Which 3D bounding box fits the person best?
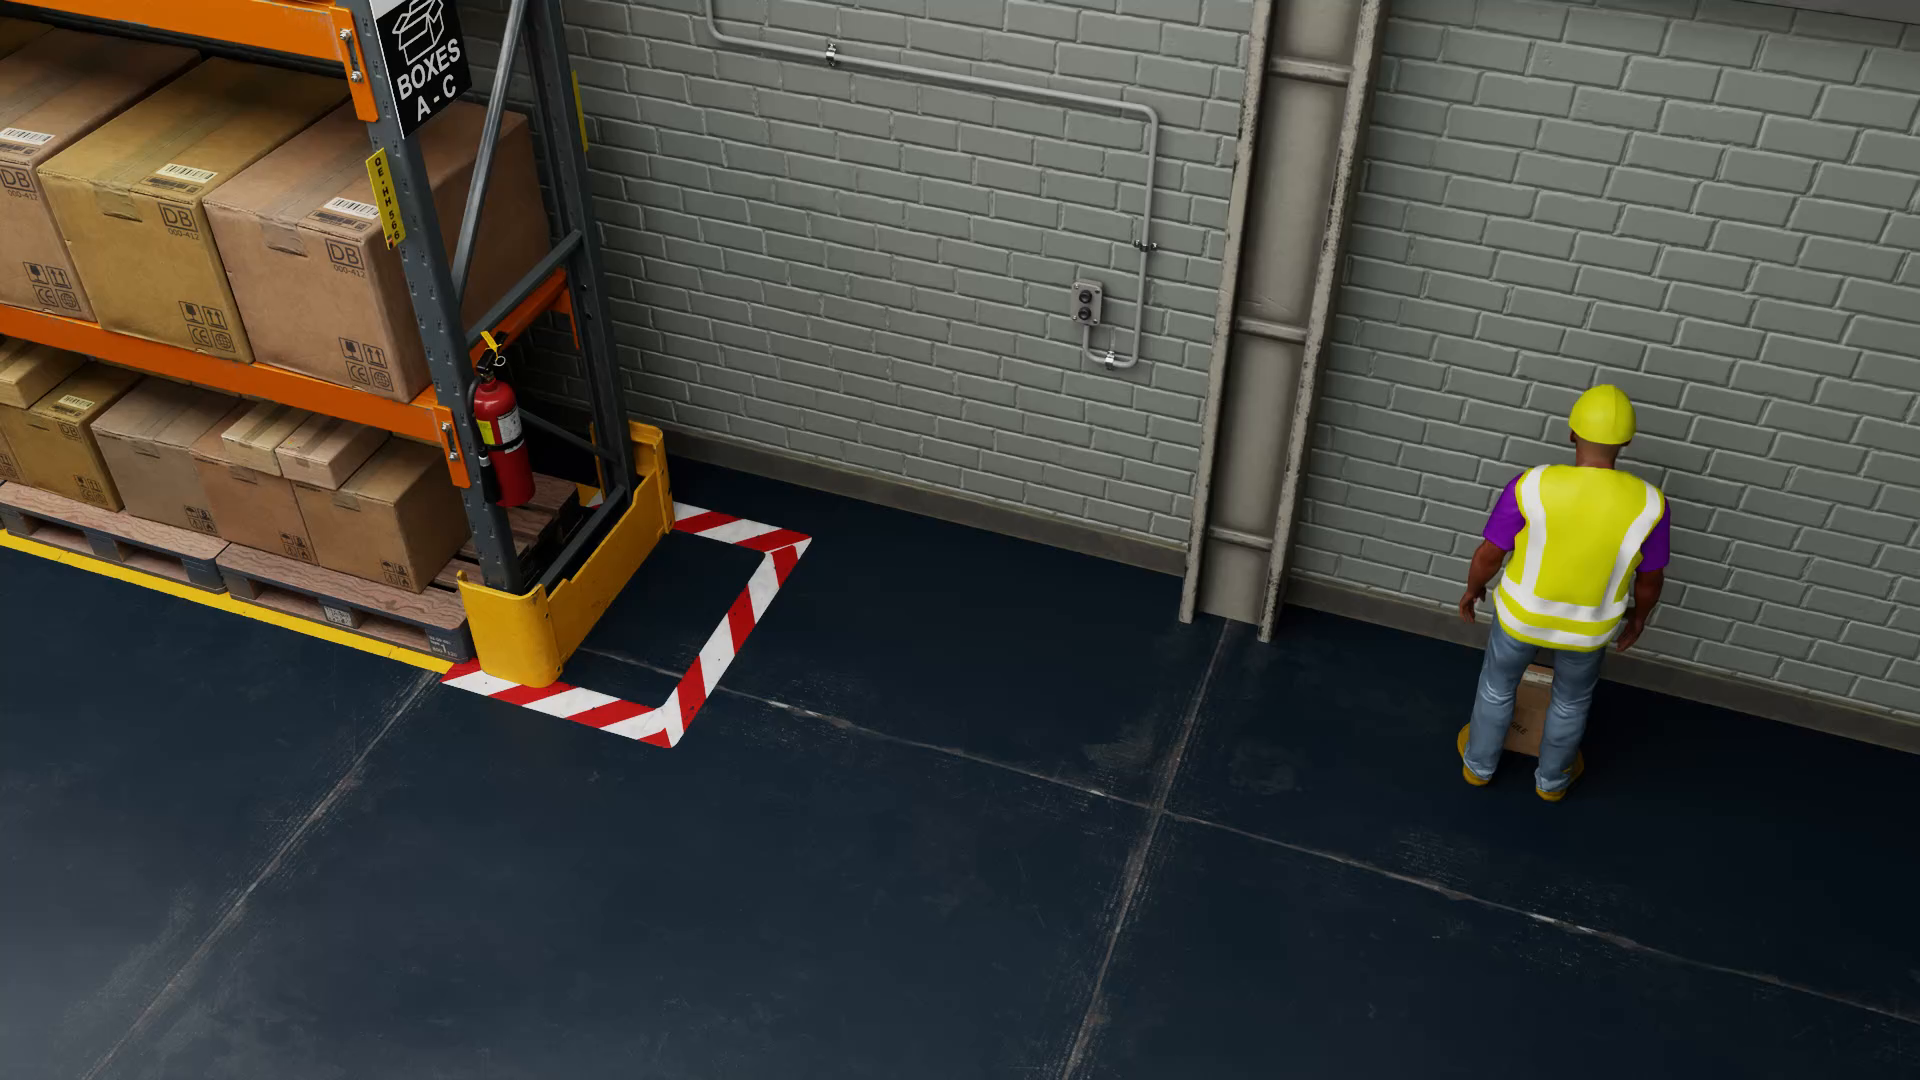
[{"bbox_3d":[2.107,0.226,5.888,0.635,1.760,0.457,11,42,13],"label":"person"}]
